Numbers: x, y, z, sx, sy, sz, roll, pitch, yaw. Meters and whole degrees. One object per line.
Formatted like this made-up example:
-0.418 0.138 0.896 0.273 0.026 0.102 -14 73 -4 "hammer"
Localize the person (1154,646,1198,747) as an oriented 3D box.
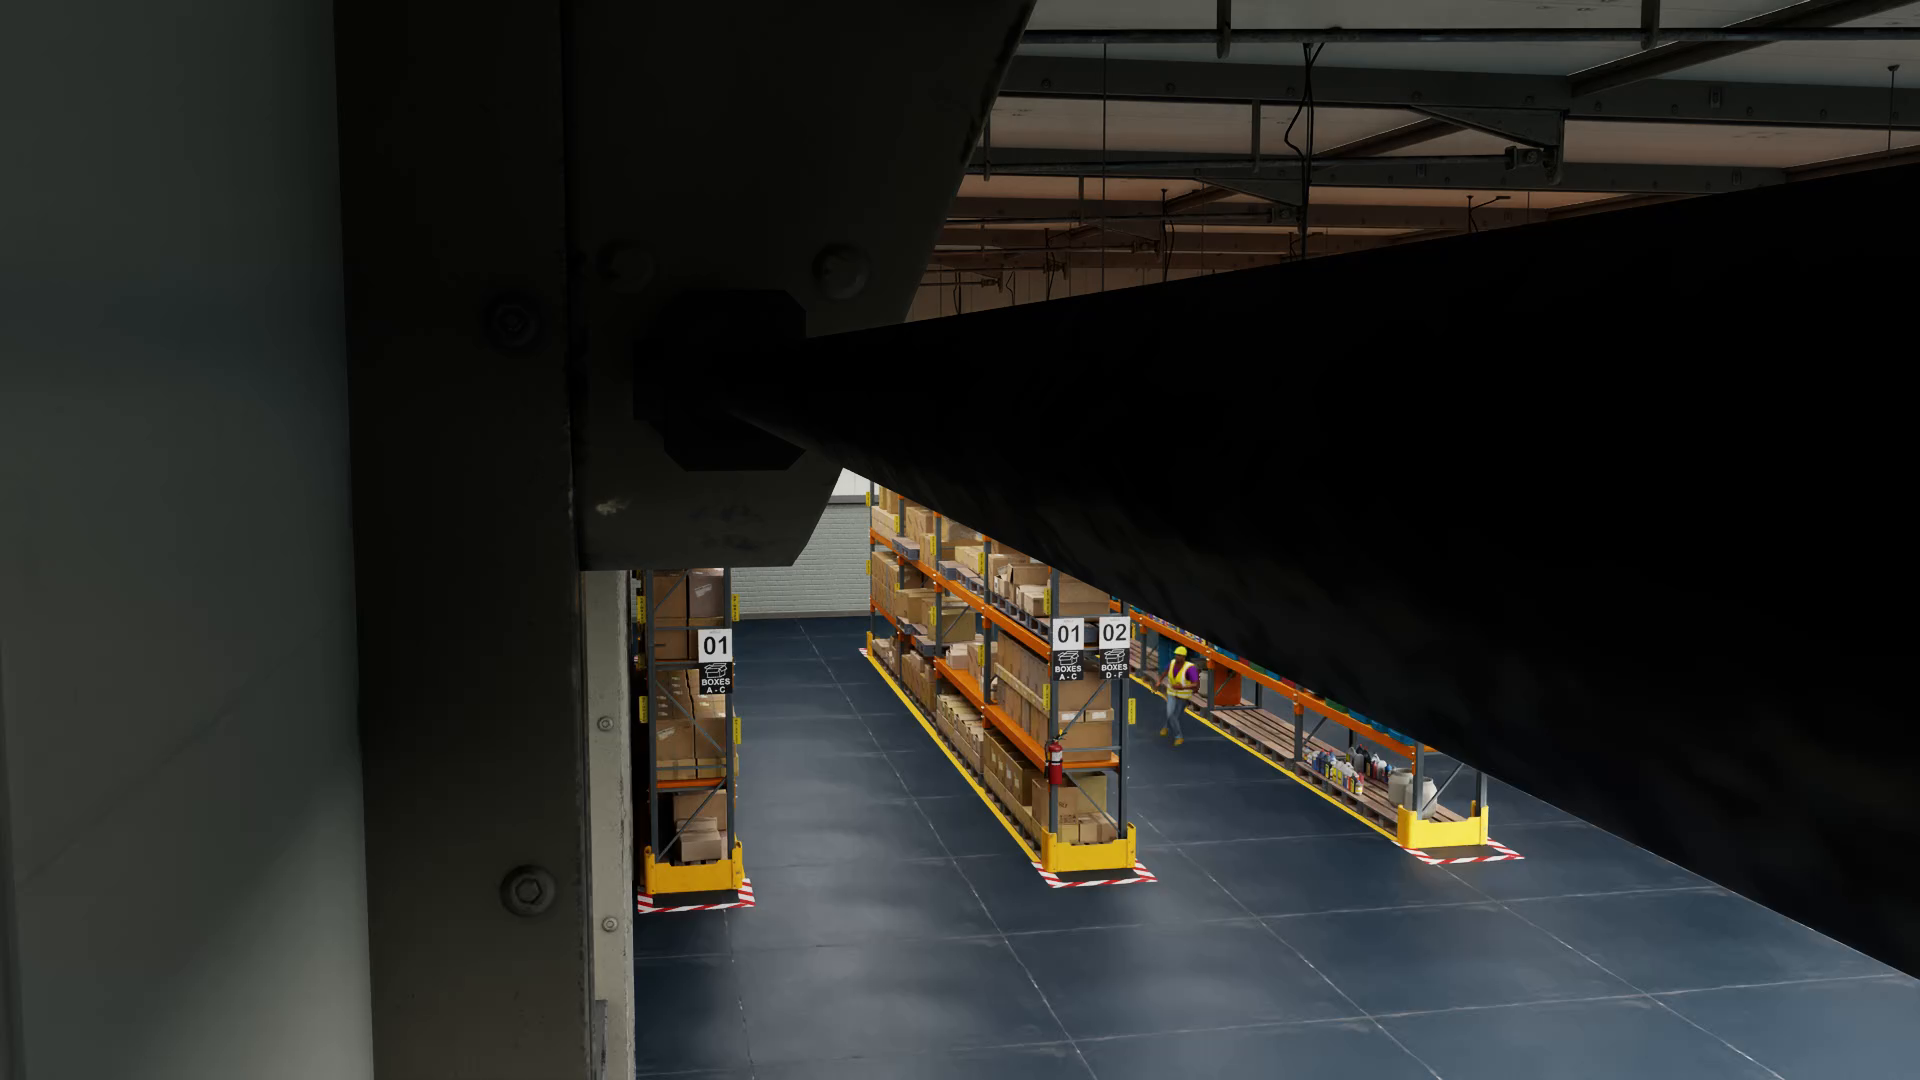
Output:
3.640 2.598 27.917 0.813 1.706 0.688 2 6 21 "person"
